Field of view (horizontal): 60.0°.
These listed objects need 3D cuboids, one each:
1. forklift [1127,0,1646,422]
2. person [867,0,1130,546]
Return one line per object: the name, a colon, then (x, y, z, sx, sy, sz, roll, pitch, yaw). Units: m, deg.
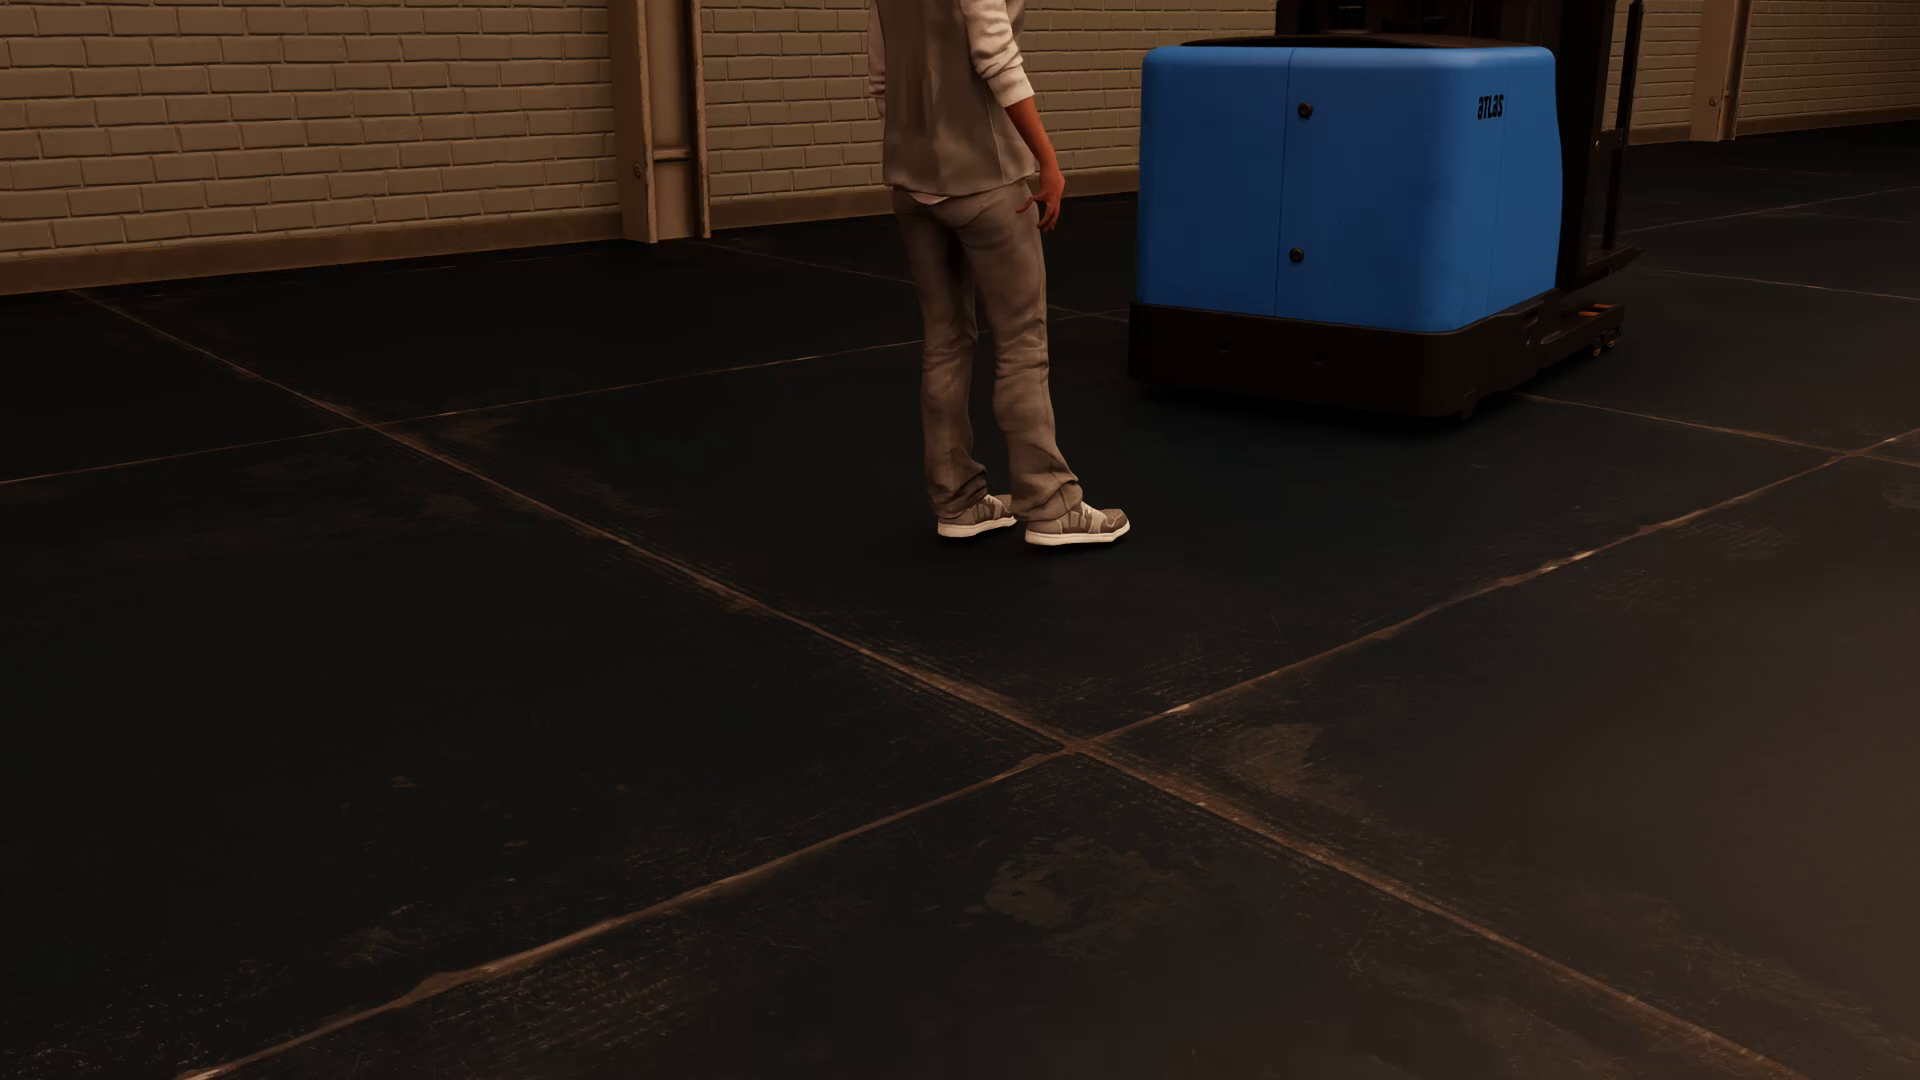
forklift: (1.785, -2.125, 5.732, 1.130, 2.935, 3.031, 12, 21, 33)
person: (0.066, -0.781, 3.644, 0.473, 1.599, 0.520, -14, 22, -38)
